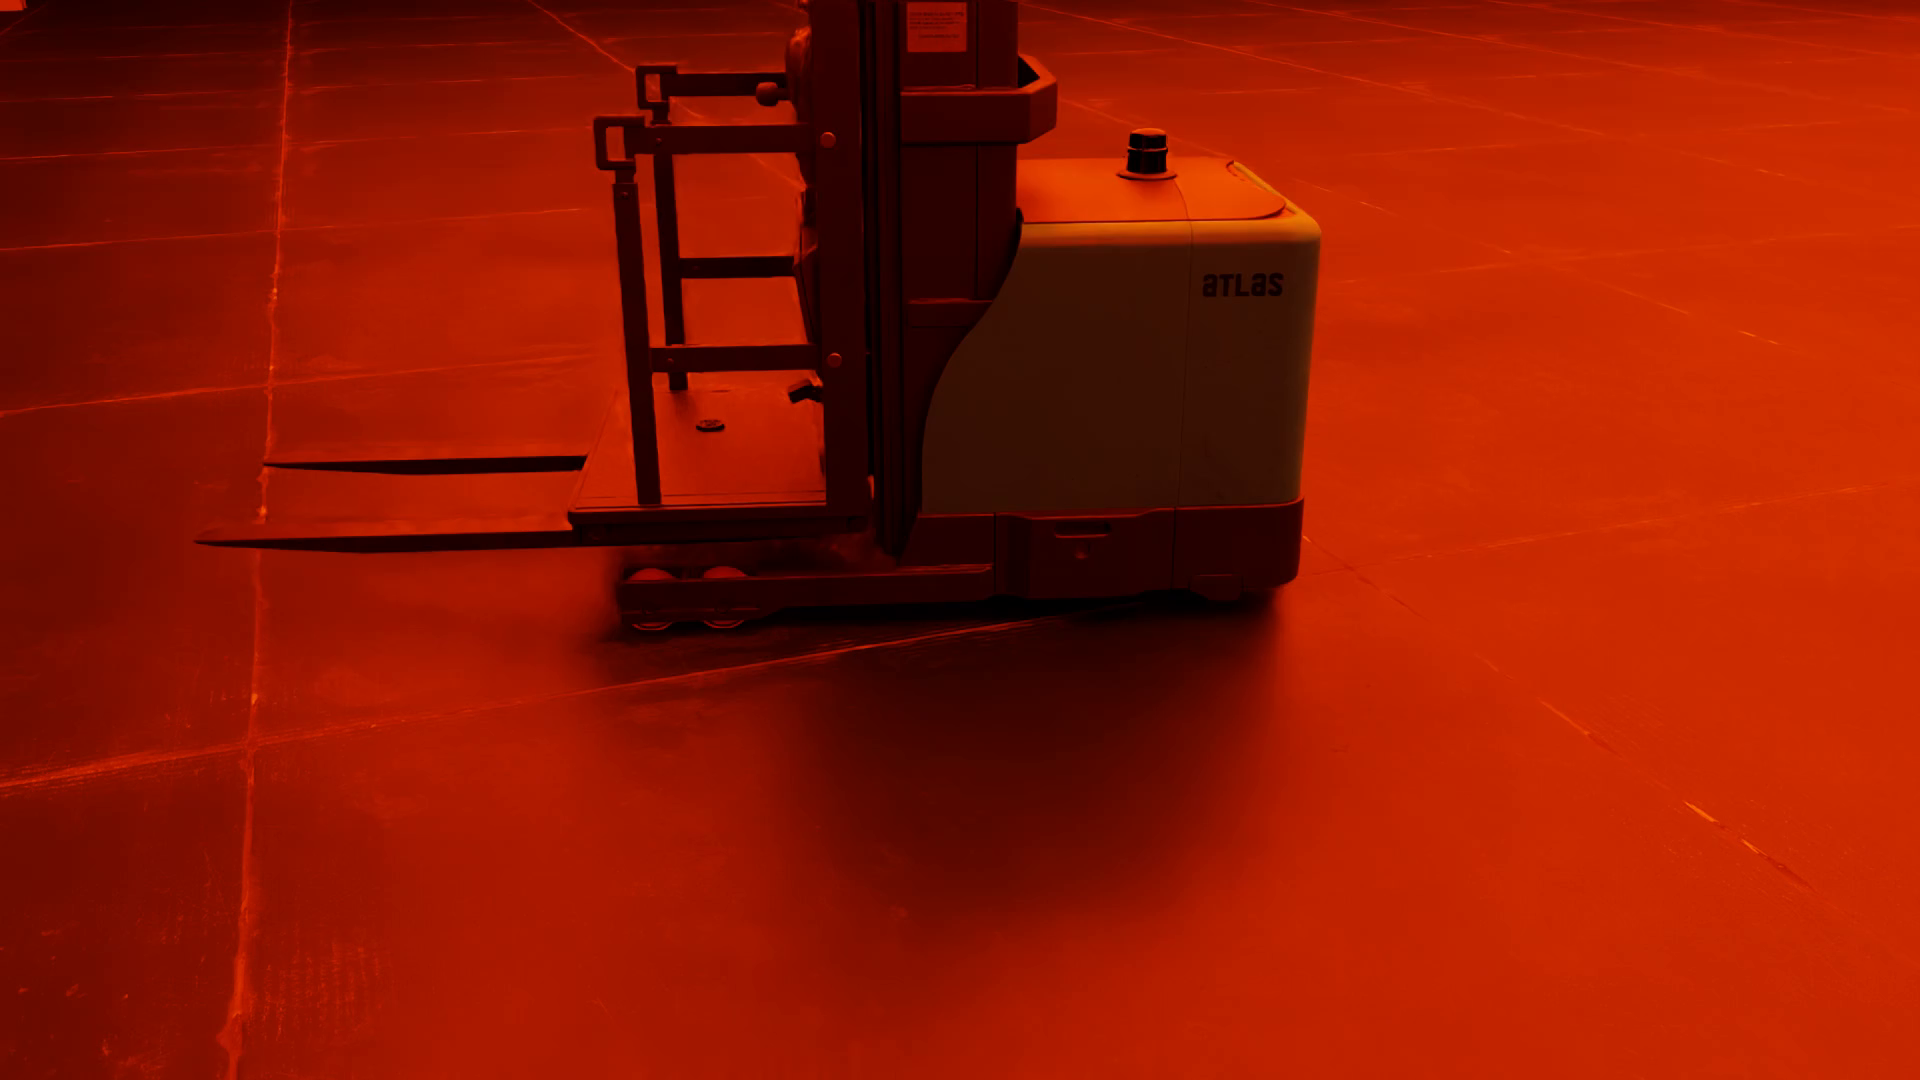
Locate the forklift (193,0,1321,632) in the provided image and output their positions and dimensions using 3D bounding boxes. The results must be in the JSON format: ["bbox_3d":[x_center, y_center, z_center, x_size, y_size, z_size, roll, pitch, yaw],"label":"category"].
[{"bbox_3d":[-0.593,-1.317,4.430,3.031,2.935,1.130,-2,23,-4],"label":"forklift"}]
